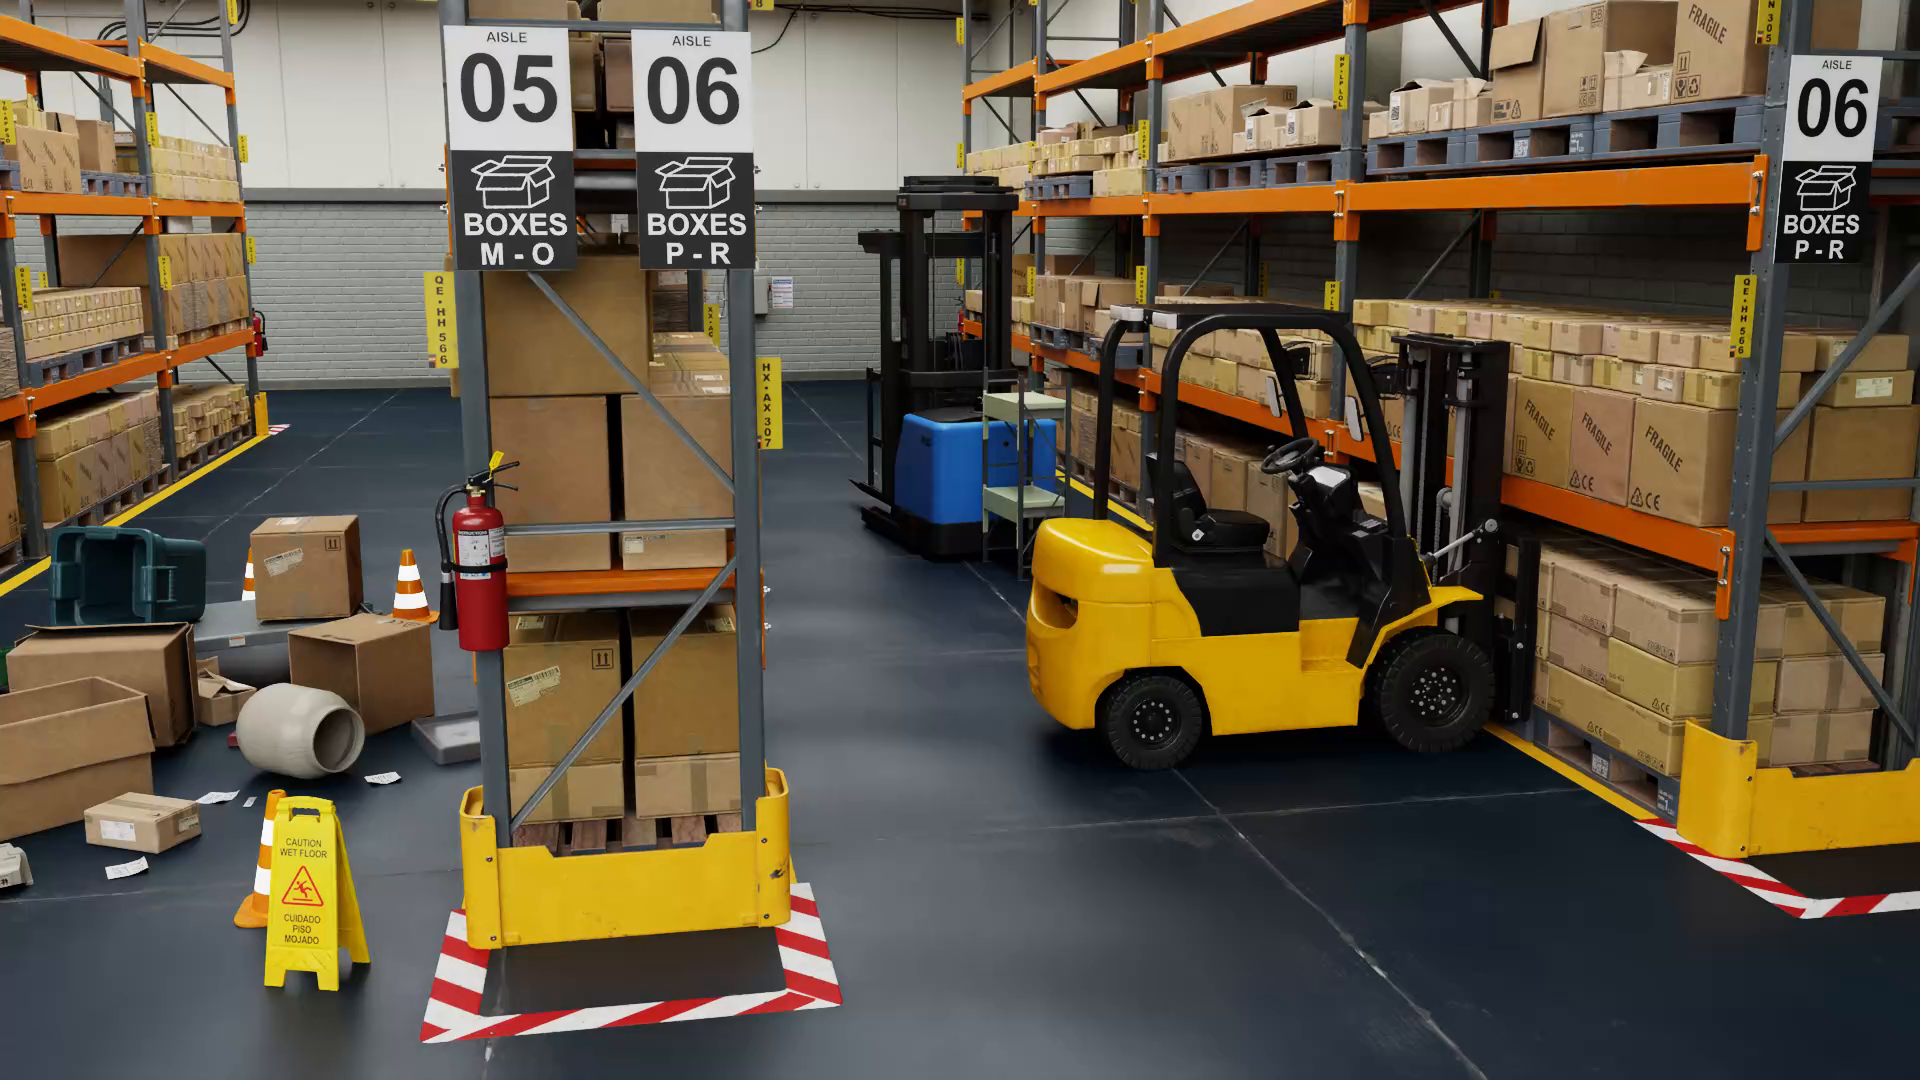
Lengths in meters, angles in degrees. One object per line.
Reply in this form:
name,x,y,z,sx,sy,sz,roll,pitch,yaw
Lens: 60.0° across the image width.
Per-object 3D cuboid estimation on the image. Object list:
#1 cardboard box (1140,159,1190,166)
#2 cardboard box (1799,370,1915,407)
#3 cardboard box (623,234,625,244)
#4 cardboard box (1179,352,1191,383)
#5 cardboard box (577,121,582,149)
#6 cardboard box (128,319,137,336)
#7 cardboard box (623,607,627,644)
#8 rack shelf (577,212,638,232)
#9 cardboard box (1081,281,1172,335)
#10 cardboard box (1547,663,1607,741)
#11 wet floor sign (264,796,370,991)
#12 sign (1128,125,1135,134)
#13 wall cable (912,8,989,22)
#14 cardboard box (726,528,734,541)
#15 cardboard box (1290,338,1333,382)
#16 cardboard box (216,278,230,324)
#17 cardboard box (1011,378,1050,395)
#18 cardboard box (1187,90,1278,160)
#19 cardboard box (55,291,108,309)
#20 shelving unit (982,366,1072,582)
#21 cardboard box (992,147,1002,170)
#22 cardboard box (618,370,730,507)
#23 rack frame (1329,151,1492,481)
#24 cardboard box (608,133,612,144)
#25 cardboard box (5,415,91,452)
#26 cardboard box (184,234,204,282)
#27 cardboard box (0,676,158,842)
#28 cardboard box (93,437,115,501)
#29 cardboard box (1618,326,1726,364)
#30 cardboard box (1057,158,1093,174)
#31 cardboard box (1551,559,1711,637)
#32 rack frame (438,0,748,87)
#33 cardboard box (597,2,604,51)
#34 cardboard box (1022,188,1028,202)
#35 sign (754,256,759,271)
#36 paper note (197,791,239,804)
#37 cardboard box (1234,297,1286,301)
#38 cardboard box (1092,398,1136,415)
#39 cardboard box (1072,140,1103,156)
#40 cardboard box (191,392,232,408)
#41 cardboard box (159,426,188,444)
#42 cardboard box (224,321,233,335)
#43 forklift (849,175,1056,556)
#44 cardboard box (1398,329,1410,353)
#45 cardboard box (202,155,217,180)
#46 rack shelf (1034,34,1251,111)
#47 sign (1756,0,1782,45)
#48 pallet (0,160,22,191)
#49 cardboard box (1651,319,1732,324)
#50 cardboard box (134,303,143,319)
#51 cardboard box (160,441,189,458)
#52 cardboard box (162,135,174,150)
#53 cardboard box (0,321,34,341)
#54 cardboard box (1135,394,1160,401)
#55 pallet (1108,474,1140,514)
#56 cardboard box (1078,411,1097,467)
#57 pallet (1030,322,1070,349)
cardboard box,1.791,-3.340,14.537,0.380,0.149,0.250,-2,11,-10
cardboard box,3.841,-0.661,7.142,0.380,0.149,0.250,-2,11,-12
cardboard box,-3.422,-3.214,17.881,0.380,0.149,0.250,-2,11,-10
cardboard box,2.036,-1.432,13.599,0.500,0.250,0.500,-2,11,-12
cardboard box,-1.658,-1.540,6.413,0.380,0.149,0.250,-2,11,-9
cardboard box,-8.063,-2.012,15.793,0.380,0.149,0.250,-2,11,-11
cardboard box,-1.929,0.313,8.252,0.500,0.500,0.500,-2,11,-8
rack shelf,-3.939,-3.728,19.161,1.077,0.370,4.000,-2,11,-11
cardboard box,1.598,-2.238,16.033,0.797,0.503,0.637,-2,11,-12
cardboard box,3.164,0.757,7.927,0.500,0.250,0.500,-2,11,-11
wet floor sign,-2.228,1.190,5.717,0.267,0.644,0.232,2,11,9
sign,1.862,-4.364,18.143,0.100,0.325,0.005,-2,11,-11
wall cable,0.699,-9.917,26.856,2.988,3.039,0.133,-2,11,-11
cardboard box,-1.114,-0.084,6.786,0.380,0.149,0.250,-2,11,-13
cardboard box,2.528,-1.207,11.082,0.500,0.250,0.500,-2,11,-12
cardboard box,-8.620,-2.711,18.853,0.500,0.500,0.500,-2,11,-11
cardboard box,0.897,-1.670,20.009,0.700,0.500,0.500,-3,11,-13
cardboard box,2.195,-3.236,12.995,0.700,0.500,0.500,-2,11,-12
cardboard box,-7.919,-2.161,14.985,0.380,0.149,0.250,-2,11,-13
shelving unit,0.487,-0.511,12.370,0.431,1.500,0.755,-4,11,-19
cardboard box,0.681,-4.578,19.973,0.500,0.250,0.500,-2,11,-9
cardboard box,-1.140,-0.427,6.855,0.500,0.500,0.500,-2,11,-9
rack frame,2.875,-0.955,10.690,1.000,3.000,0.127,-2,11,-11
cardboard box,-1.459,-2.062,8.089,0.500,0.250,0.500,-2,11,-12
cardboard box,-7.603,-0.884,13.873,0.500,0.250,0.500,-2,11,-12
cardboard box,-8.418,-3.008,17.743,0.500,0.500,0.500,-2,11,-10
cardboard box,-4.041,0.956,7.326,0.637,0.503,0.797,9,14,38
cardboard box,-7.700,-0.612,14.452,0.500,0.500,0.500,-2,11,-12
cardboard box,3.220,-0.884,7.522,0.380,0.149,0.250,-2,11,-10
cardboard box,1.188,-3.771,16.746,0.380,0.149,0.250,-2,11,-12
cardboard box,3.152,0.266,7.835,0.500,0.250,0.500,-2,11,-10
rack frame,-1.216,-2.987,5.323,1.000,3.000,0.127,-2,11,-11
cardboard box,-1.149,-1.900,6.174,0.380,0.149,0.250,-2,11,-11
cardboard box,0.914,-3.872,18.669,0.380,0.149,0.250,-2,11,-11
sign,-3.453,-4.499,27.103,0.339,0.242,0.001,-2,11,-11
paper note,-3.370,1.162,7.540,0.148,0.019,0.142,2,11,9
cardboard box,2.519,-1.960,13.969,0.380,0.149,0.250,-2,11,-10
cardboard box,1.522,-1.311,16.389,0.380,0.149,0.250,-3,11,-14
cardboard box,1.304,-3.823,16.221,0.380,0.149,0.250,-2,11,-11
cardboard box,-8.549,-1.598,18.980,0.380,0.149,0.250,-2,11,-9
cardboard box,-8.142,-1.072,17.014,0.380,0.149,0.250,-2,11,-8
cardboard box,-8.675,-2.465,19.295,0.380,0.149,0.250,-2,11,-9
forklift,-0.209,-1.550,13.999,1.130,2.935,3.031,-4,11,-19
cardboard box,2.808,-1.160,9.768,0.380,0.149,0.250,-2,11,-11
cardboard box,-8.627,-4.158,18.563,0.500,0.250,0.500,-2,11,-10
rack shelf,1.708,-4.452,16.016,1.077,0.370,4.000,-2,11,-11
sign,3.118,-2.074,6.390,0.100,0.325,0.005,-2,11,-11
pallet,-7.430,-2.573,11.677,1.213,0.211,1.003,-2,11,-8
cardboard box,3.604,-0.995,8.103,0.380,0.149,0.250,-2,11,-9
cardboard box,-8.114,-2.205,16.015,0.380,0.149,0.250,-2,11,-9
cardboard box,-8.141,-0.927,17.044,0.380,0.149,0.250,-3,11,-13
cardboard box,-8.335,-4.090,17.139,0.380,0.149,0.250,-2,11,-13
cardboard box,-7.505,-1.634,13.010,0.380,0.149,0.250,-2,11,-8
cardboard box,1.986,-1.379,16.745,0.380,0.149,0.250,-3,11,-13
pallet,1.988,-0.457,15.532,1.003,0.211,1.213,-2,11,-11
cardboard box,1.493,-1.019,16.591,0.500,0.500,0.500,-3,11,-13
pallet,1.367,-2.177,17.626,1.003,0.211,1.213,-2,11,-11
